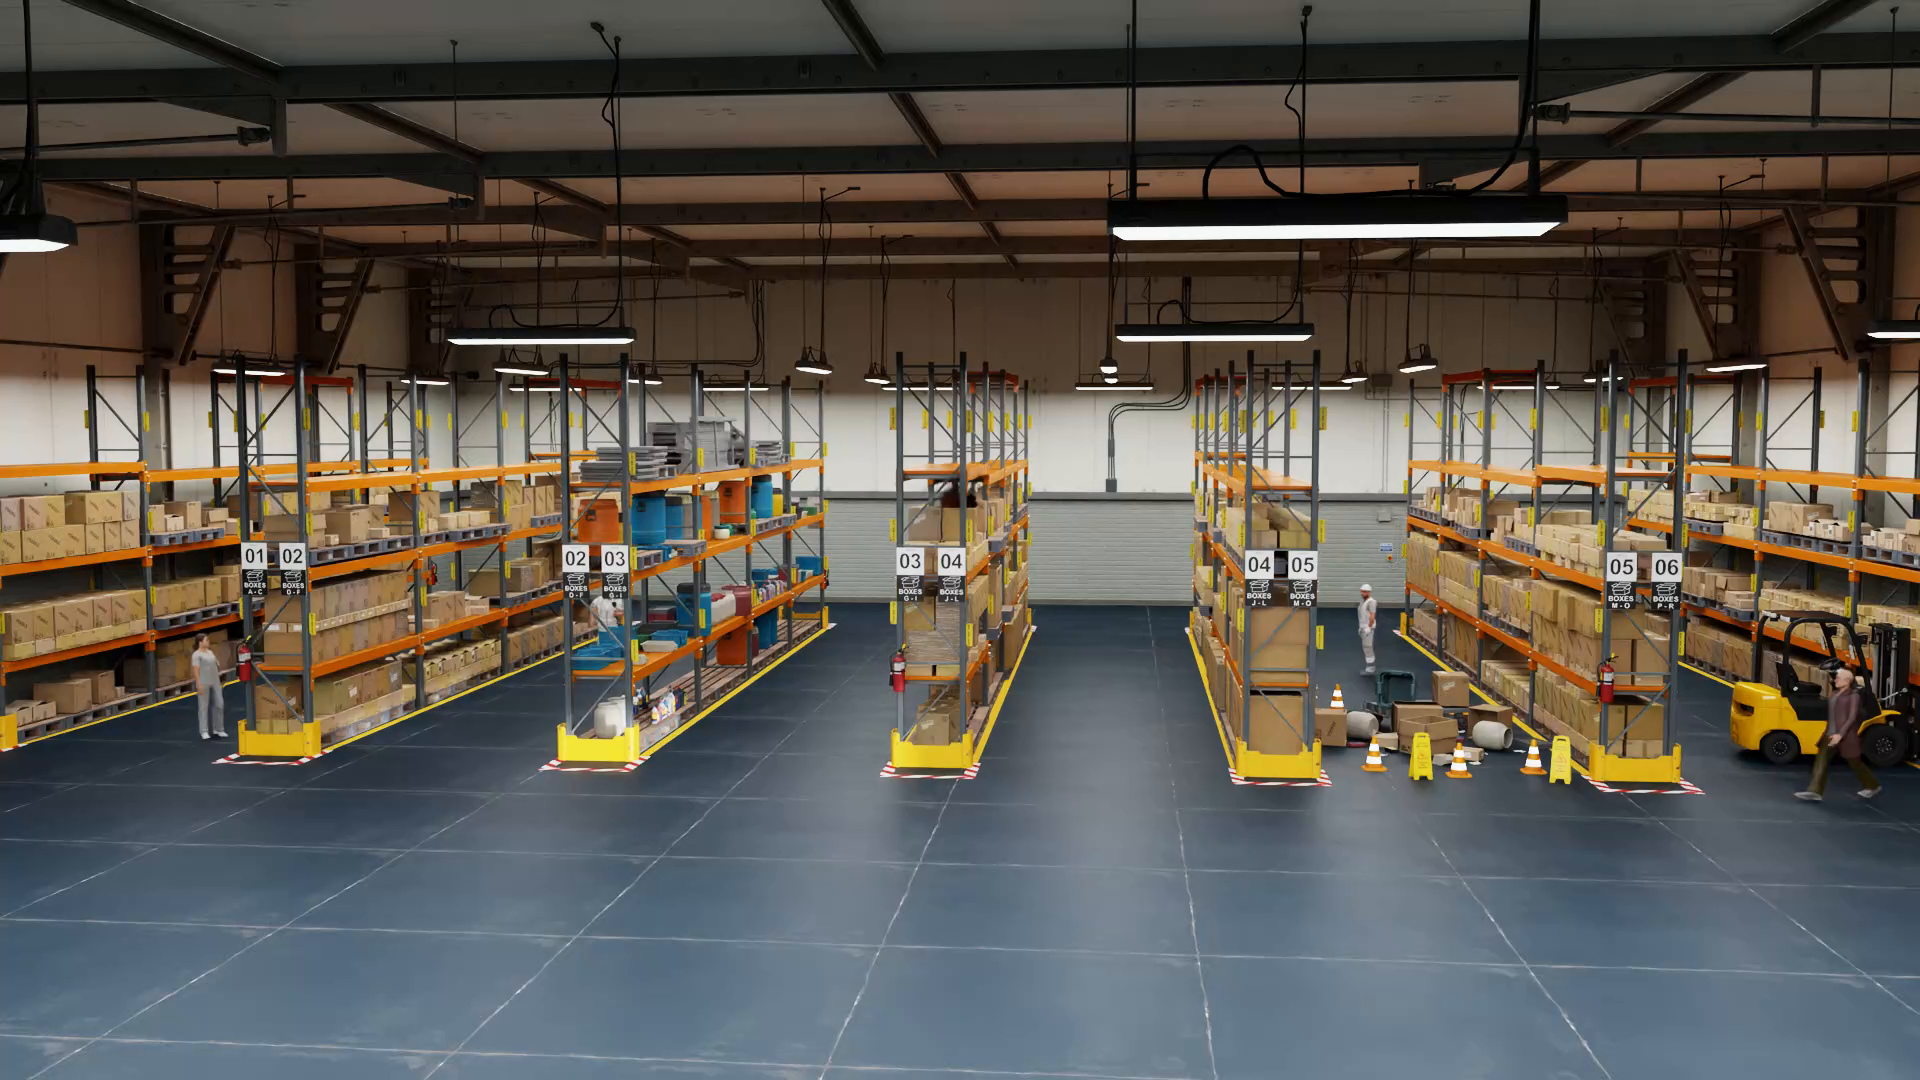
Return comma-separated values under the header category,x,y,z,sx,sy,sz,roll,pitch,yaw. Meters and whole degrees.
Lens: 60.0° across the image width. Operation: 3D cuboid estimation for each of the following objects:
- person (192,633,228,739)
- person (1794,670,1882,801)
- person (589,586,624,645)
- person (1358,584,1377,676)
category,x,y,z,sx,sy,sz,roll,pitch,yaw
person,-11.914,2.322,26.355,0.417,1.717,0.510,3,5,36
person,11.609,2.578,21.881,1.151,1.737,0.547,-1,4,-16
person,-7.073,1.738,33.157,0.722,1.760,0.993,0,4,3
person,8.024,1.767,32.794,0.350,1.789,0.569,0,4,4
